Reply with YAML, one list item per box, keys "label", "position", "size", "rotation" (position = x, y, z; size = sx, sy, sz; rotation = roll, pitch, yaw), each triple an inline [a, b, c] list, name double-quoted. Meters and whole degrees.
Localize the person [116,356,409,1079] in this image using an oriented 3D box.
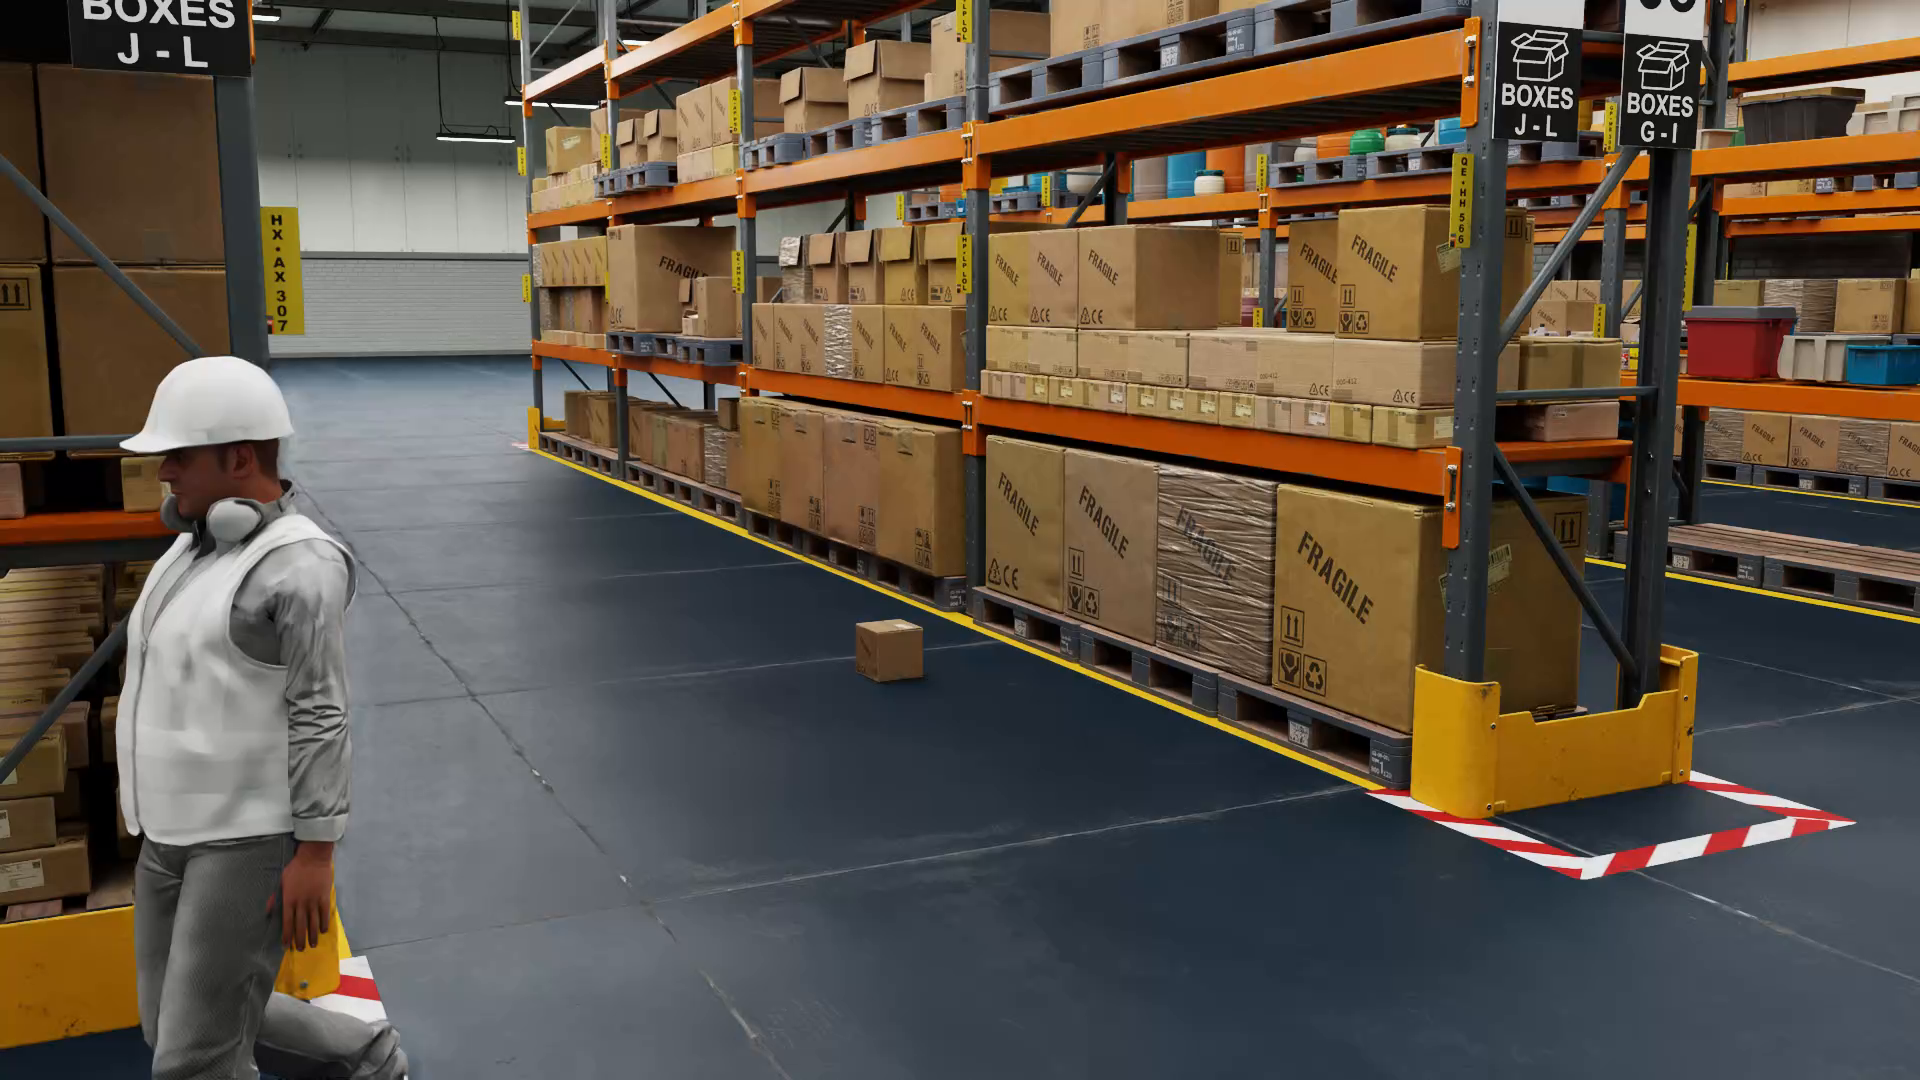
- label: "person"
  position: [-1.371, 0.531, 3.155]
  size: [0.556, 1.748, 0.763]
  rotation: [7, 11, 41]
